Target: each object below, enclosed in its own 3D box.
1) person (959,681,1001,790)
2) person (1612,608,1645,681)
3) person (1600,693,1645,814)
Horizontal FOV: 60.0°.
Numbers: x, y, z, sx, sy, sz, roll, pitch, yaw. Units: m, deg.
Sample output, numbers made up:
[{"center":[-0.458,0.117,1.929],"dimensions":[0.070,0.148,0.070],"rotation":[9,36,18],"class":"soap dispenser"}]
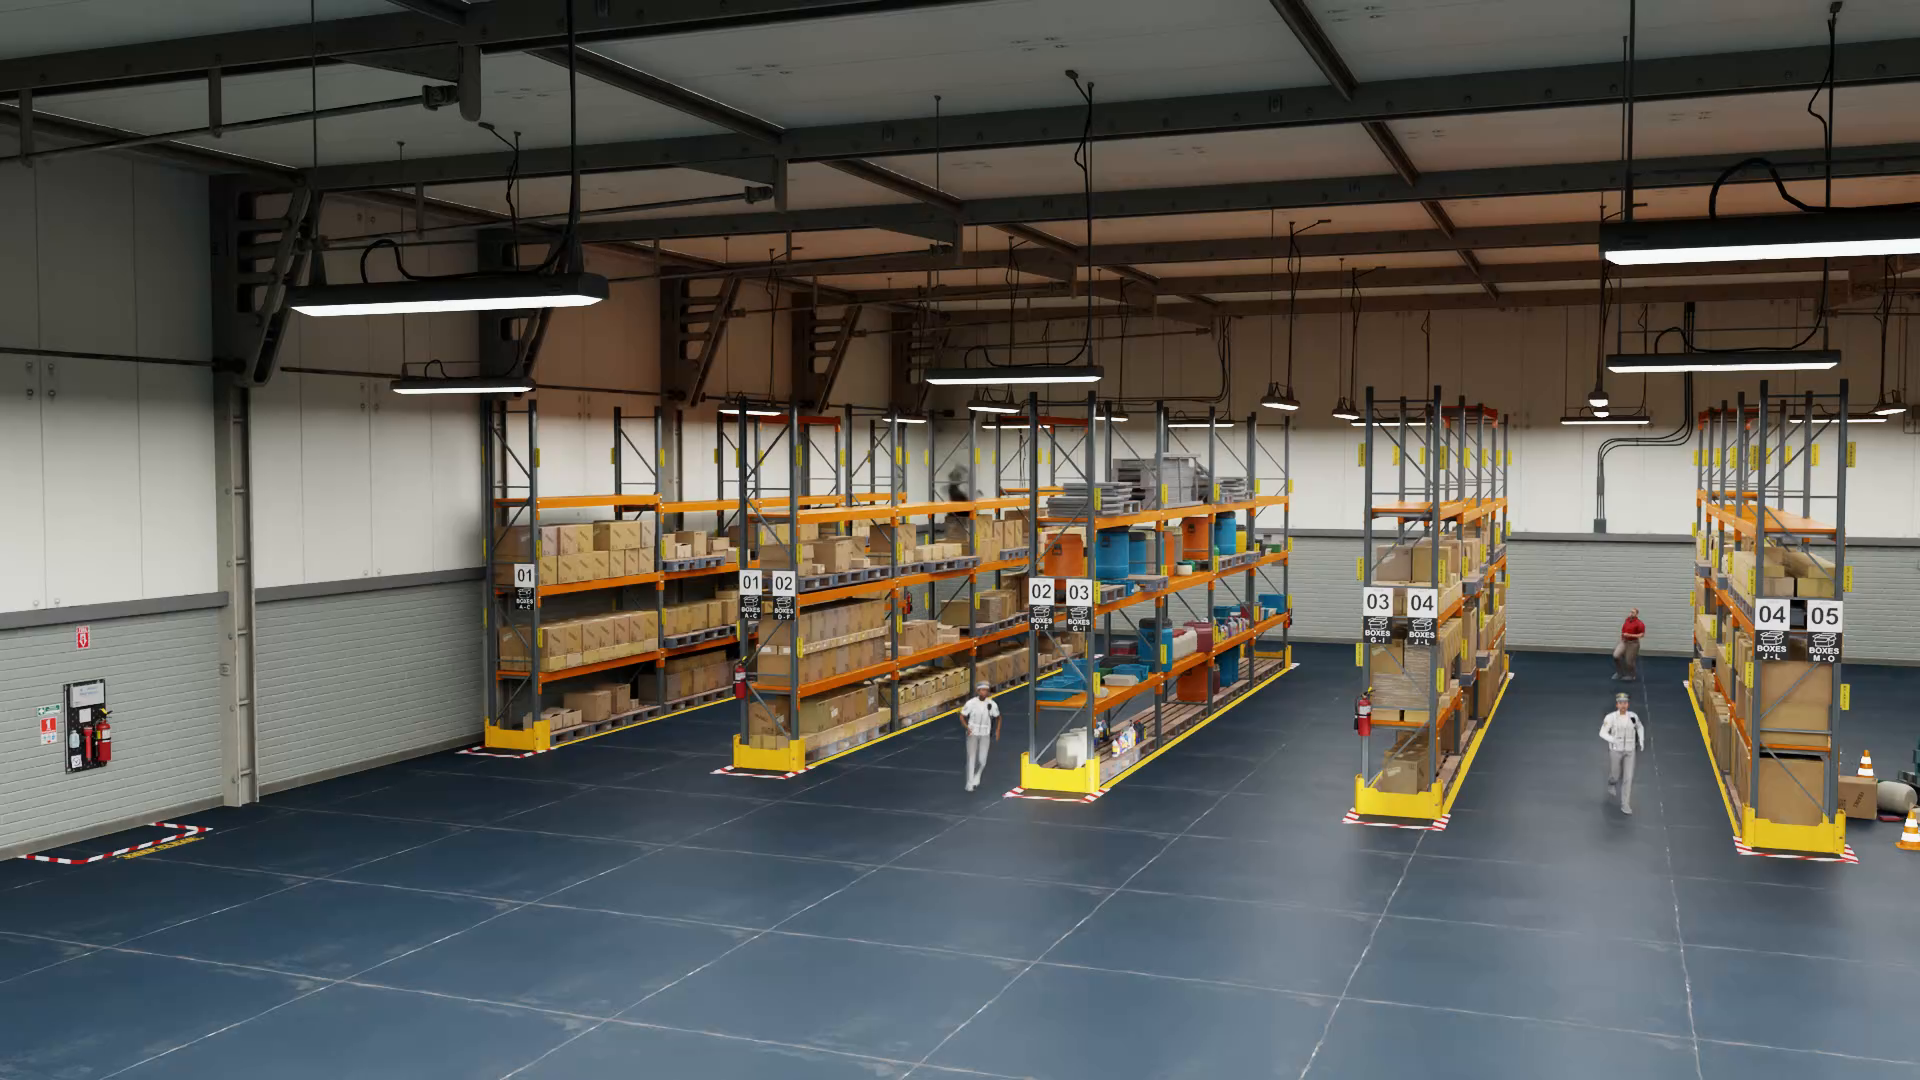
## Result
[{"center":[0.315,2.948,25.024],"dimensions":[0.650,1.652,0.502],"rotation":[0,3,-5],"class":"person"},{"center":[14.949,2.333,37.087],"dimensions":[0.671,1.660,0.719],"rotation":[-2,3,-32],"class":"person"},{"center":[9.432,2.996,23.639],"dimensions":[0.630,1.661,0.938],"rotation":[1,3,11],"class":"person"}]
